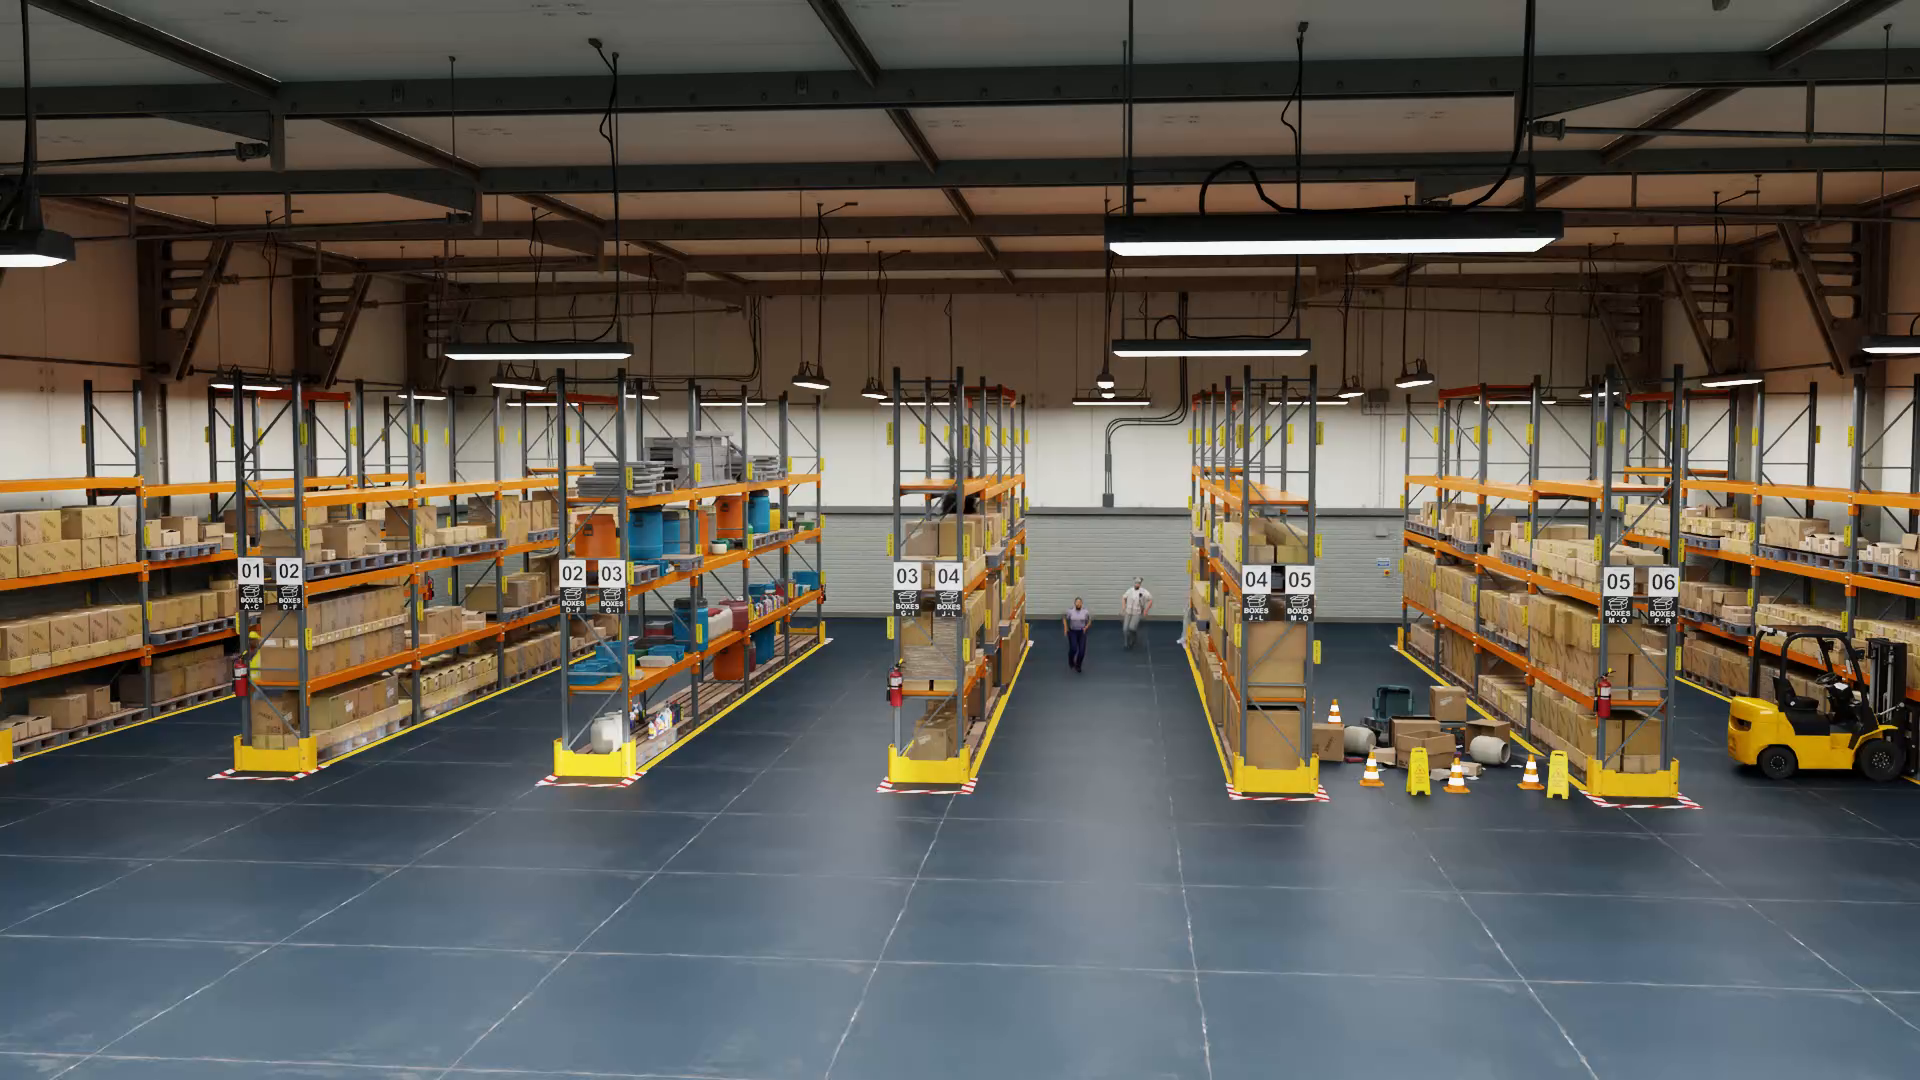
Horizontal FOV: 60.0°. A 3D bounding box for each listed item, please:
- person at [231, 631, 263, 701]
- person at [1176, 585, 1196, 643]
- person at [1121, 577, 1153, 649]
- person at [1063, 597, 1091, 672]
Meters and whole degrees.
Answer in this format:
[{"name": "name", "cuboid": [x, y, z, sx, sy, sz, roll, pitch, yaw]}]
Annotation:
[{"name": "person", "cuboid": [-11.652, 2.401, 27.385, 0.683, 1.808, 0.845, 0, 4, 3]}, {"name": "person", "cuboid": [5.768, 1.633, 40.303, 0.993, 1.790, 0.737, 0, 4, -2]}, {"name": "person", "cuboid": [4.108, 1.712, 39.085, 0.722, 1.721, 0.573, 2, 4, 29]}, {"name": "person", "cuboid": [2.493, 2.014, 35.263, 0.592, 1.598, 0.575, 0, 4, -3]}]
